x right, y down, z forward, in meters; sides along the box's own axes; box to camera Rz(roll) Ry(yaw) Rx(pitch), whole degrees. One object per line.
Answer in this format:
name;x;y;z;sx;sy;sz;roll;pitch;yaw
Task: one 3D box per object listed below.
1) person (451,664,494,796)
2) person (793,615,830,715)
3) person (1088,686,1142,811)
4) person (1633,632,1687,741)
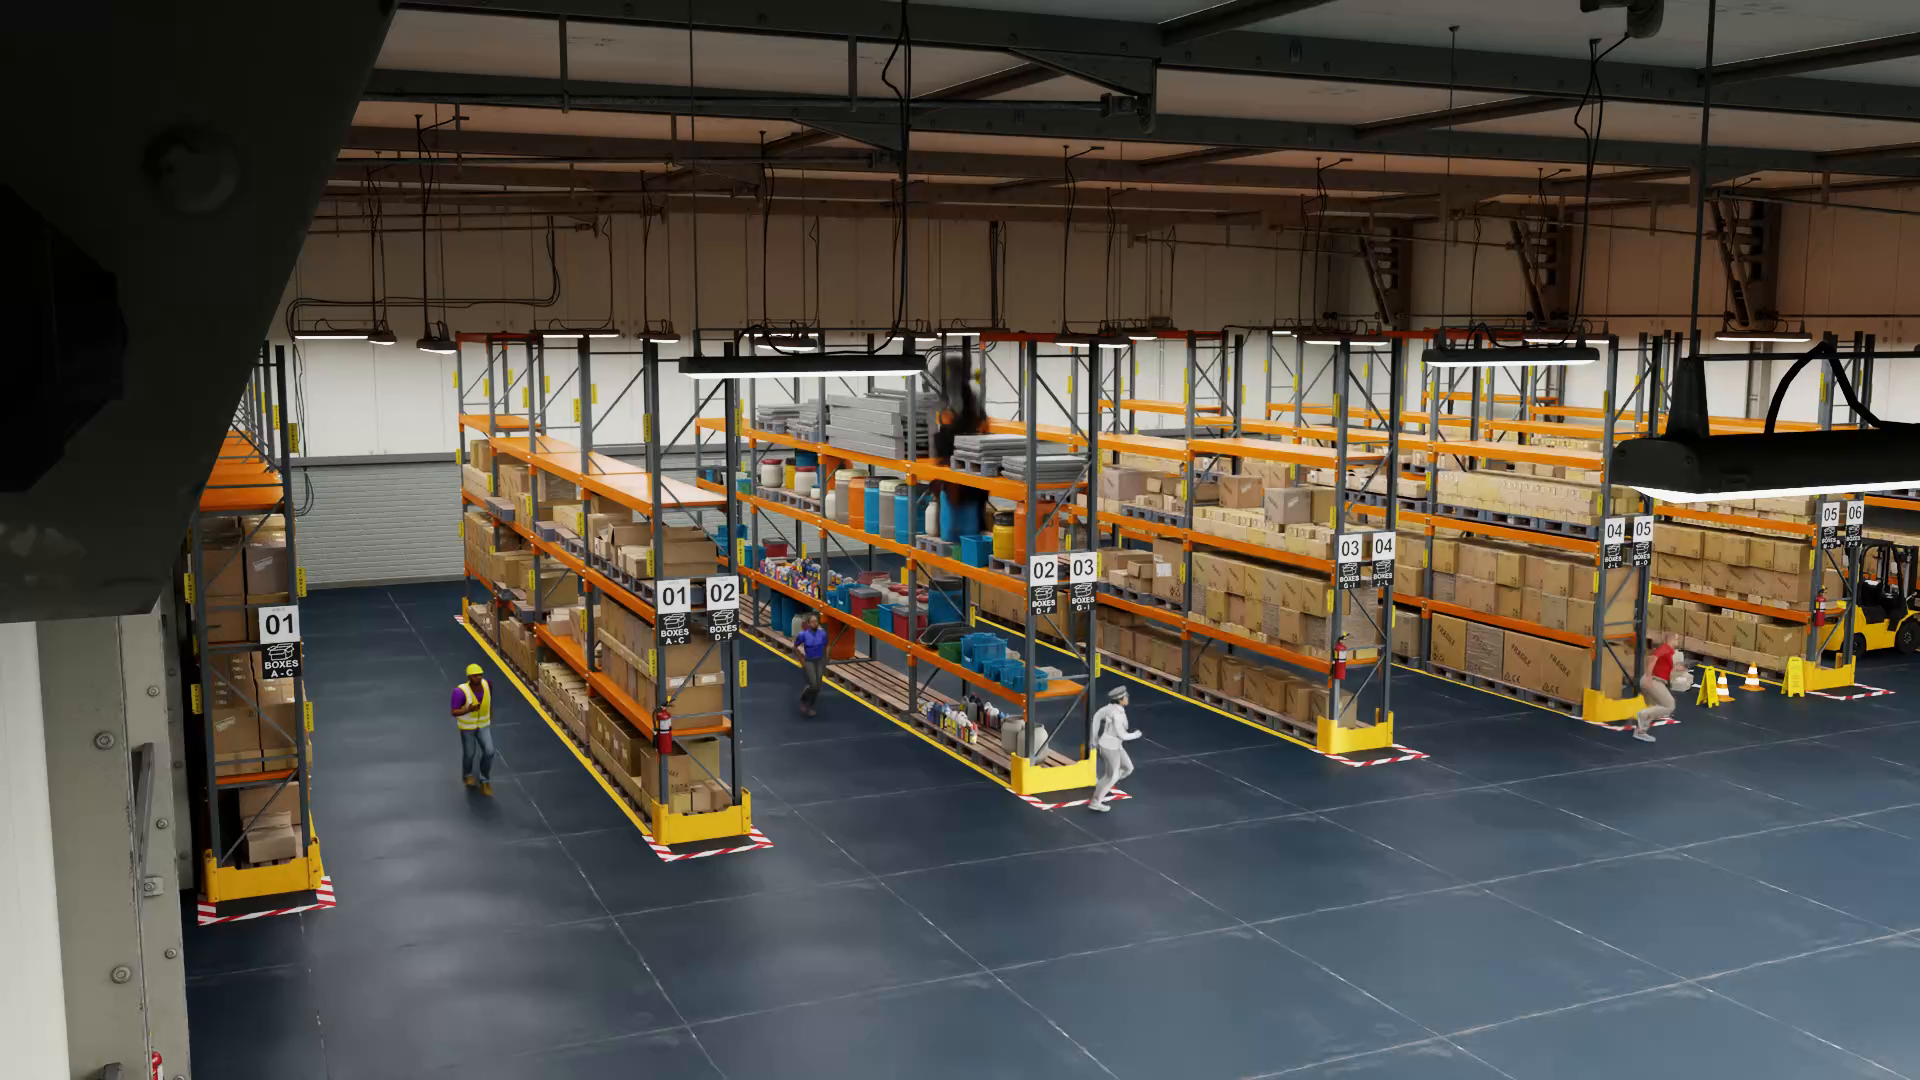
person;-6.441;2.514;22.047;0.662;1.818;0.831;-5;9;-34
person;-2.296;1.989;26.306;0.561;1.621;0.573;-4;9;-27
person;1.986;2.657;21.276;0.677;1.627;0.579;0;8;-1
person;10.474;2.186;24.823;0.725;1.650;0.649;1;8;7
